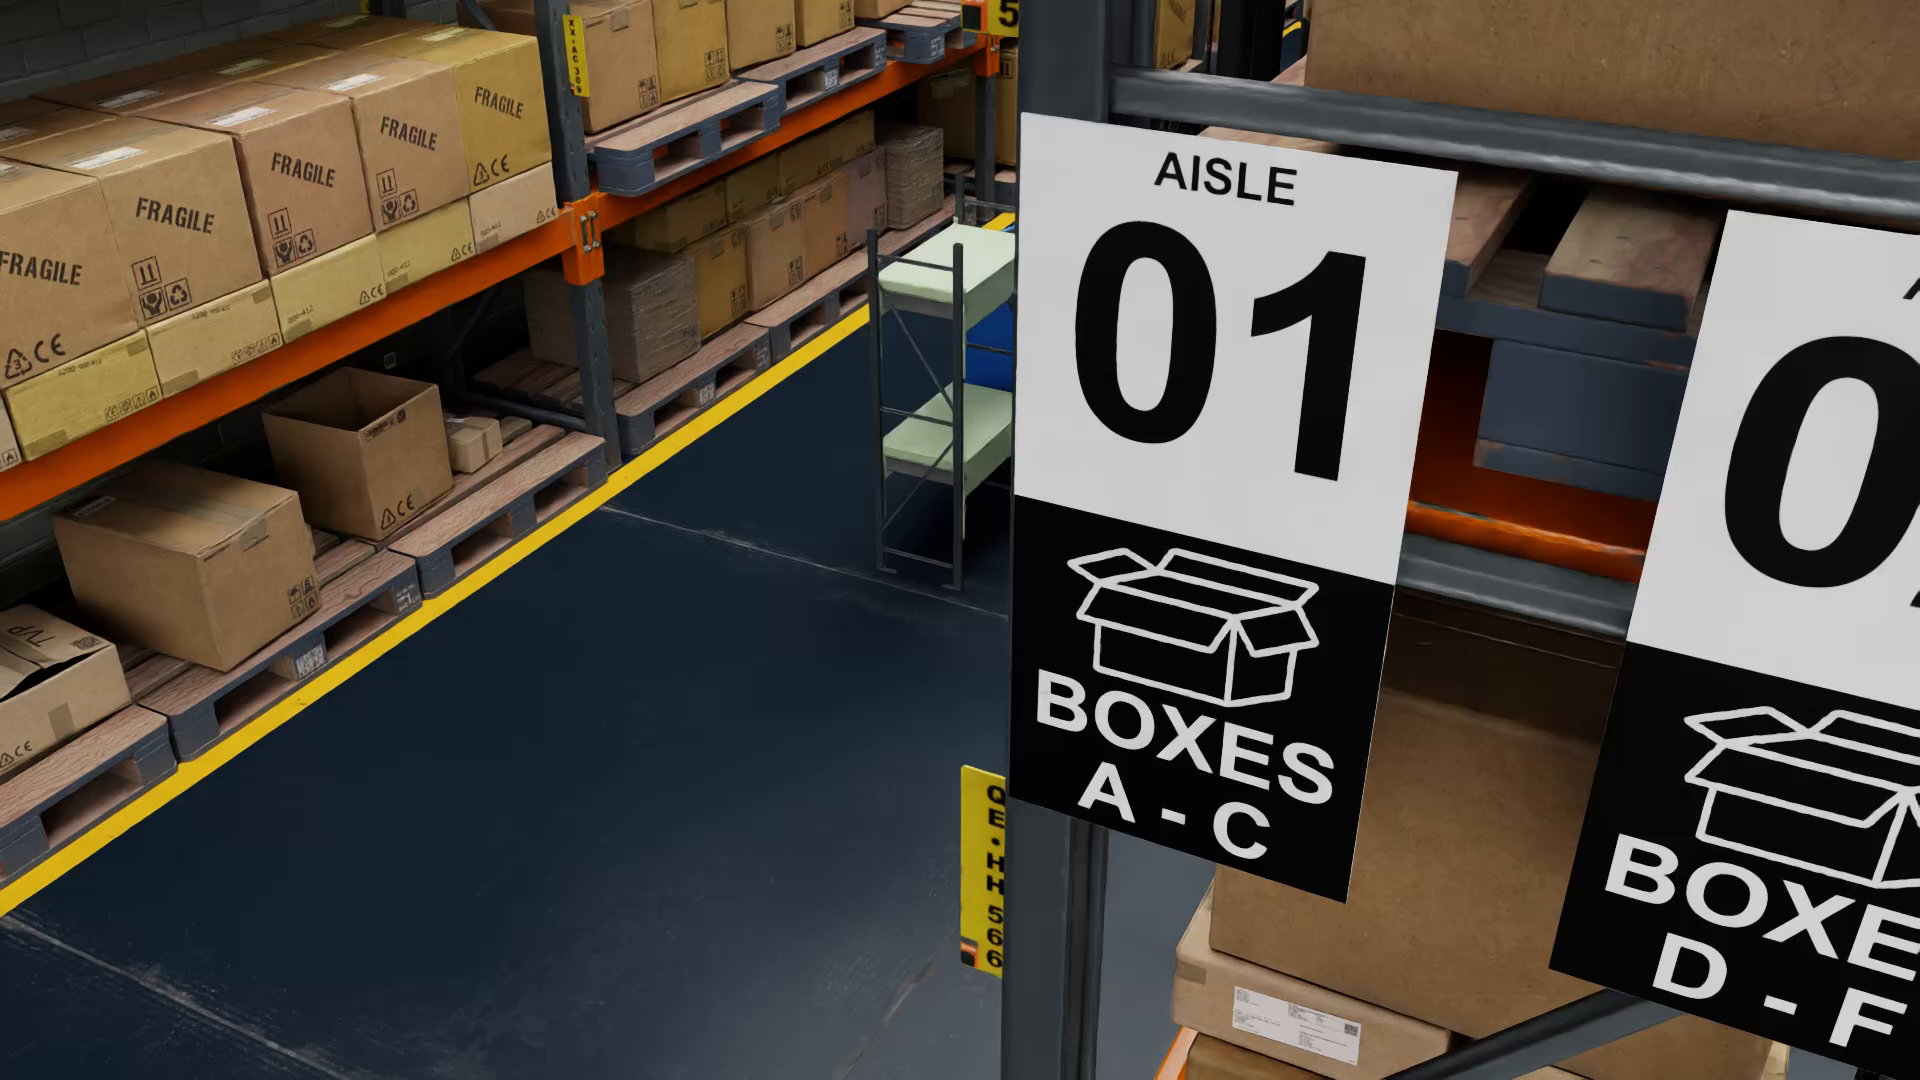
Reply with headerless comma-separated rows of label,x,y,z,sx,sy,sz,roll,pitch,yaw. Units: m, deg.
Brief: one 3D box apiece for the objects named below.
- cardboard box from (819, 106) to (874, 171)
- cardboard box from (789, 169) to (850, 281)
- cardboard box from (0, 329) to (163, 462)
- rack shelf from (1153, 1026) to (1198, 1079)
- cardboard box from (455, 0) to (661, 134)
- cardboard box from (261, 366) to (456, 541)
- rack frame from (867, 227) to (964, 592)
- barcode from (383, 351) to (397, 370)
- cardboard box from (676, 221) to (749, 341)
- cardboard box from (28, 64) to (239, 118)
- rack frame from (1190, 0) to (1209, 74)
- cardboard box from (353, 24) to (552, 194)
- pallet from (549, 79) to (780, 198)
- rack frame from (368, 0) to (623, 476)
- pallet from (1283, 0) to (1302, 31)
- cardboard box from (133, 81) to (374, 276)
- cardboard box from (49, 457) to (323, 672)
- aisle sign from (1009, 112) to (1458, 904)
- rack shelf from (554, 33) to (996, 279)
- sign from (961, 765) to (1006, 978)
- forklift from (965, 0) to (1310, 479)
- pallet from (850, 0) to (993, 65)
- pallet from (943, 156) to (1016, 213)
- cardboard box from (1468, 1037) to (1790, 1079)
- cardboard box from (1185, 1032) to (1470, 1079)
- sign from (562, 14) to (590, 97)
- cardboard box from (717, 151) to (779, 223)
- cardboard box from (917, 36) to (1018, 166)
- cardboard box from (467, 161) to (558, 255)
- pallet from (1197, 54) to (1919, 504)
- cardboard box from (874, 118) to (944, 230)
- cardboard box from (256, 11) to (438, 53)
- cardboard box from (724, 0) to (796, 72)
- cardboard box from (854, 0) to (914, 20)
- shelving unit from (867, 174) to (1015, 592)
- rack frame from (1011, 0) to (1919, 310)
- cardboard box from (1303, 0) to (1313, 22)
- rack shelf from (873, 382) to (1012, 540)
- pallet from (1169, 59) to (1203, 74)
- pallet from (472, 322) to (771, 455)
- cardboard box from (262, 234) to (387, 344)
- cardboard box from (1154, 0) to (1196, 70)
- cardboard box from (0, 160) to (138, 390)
cardboard box,-0.841,-2.370,9.680,0.500,0.250,0.500,15,33,24
cardboard box,-1.065,-1.854,9.535,0.700,0.500,0.500,14,33,23
cardboard box,-2.922,-0.507,5.251,0.500,0.250,0.500,14,33,23
rack shelf,1.434,0.587,3.939,1.077,0.370,4.000,14,33,23
cardboard box,-1.804,-2.186,7.502,0.700,0.500,0.500,14,33,23
cardboard box,-2.503,-0.372,6.953,0.500,0.500,0.500,12,32,20
rack frame,-0.170,-0.485,6.589,0.400,1.500,0.023,14,33,23
barcode,-2.526,-0.795,7.369,0.001,0.075,0.075,14,33,23
cardboard box,-1.555,-1.411,8.764,0.700,0.500,0.500,14,33,22
cardboard box,-2.937,-1.394,6.042,0.500,0.500,0.500,15,33,25
rack frame,1.578,-5.281,13.433,1.000,3.000,0.127,14,33,23
cardboard box,-2.006,-1.723,6.616,0.500,0.500,0.500,14,33,23
pallet,-1.588,-1.957,7.838,1.003,0.211,1.213,14,33,23
rack frame,-2.066,-1.734,7.258,1.000,3.000,0.127,14,33,23
pallet,2.549,-4.933,15.629,1.003,0.211,1.213,14,33,23
cardboard box,-2.467,-1.280,5.844,0.500,0.500,0.500,13,32,22
cardboard box,-2.855,0.079,6.168,0.700,0.500,0.500,12,32,20
aisle sign,0.232,-0.004,1.633,0.394,0.787,0.004,14,33,23
rack shelf,-1.155,-2.309,8.981,1.077,0.370,4.000,14,33,23
sign,0.047,0.427,2.093,0.100,0.325,0.005,14,33,23
forklift,1.296,-2.027,7.836,1.130,2.935,3.031,23,37,34
pallet,-0.474,-3.084,9.801,1.213,0.211,1.003,14,33,23
pallet,0.182,-2.630,11.619,1.003,0.211,1.213,14,33,23
cardboard box,0.894,0.712,2.247,0.380,0.149,0.250,14,33,23
cardboard box,0.747,0.914,2.546,0.700,0.500,0.500,14,33,23
sign,-1.580,-1.990,6.833,0.100,0.325,0.005,14,33,23
cardboard box,-1.314,-1.924,8.903,0.500,0.250,0.500,13,32,22
cardboard box,0.208,-3.053,11.292,0.750,0.750,0.750,14,33,23
cardboard box,-2.012,-1.399,6.804,0.500,0.250,0.500,14,33,23
pallet,0.868,-0.409,2.026,1.003,0.211,1.213,14,33,23
cardboard box,-0.525,-2.283,10.282,0.700,0.500,0.500,15,33,24
cardboard box,-2.466,-1.842,6.823,0.500,0.500,0.500,14,33,22
cardboard box,-1.271,-2.731,8.452,0.700,0.500,0.500,19,35,30
cardboard box,-0.680,-3.277,9.402,0.700,0.500,0.500,11,32,19
shelving unit,-0.003,-0.647,6.871,0.431,1.500,0.755,14,33,23
rack frame,0.523,-1.440,0.722,1.000,3.000,0.127,14,33,23
cardboard box,0.813,-0.888,2.360,0.500,0.250,0.500,14,33,23
rack shelf,-0.003,-0.365,7.034,0.431,0.370,0.720,14,33,23
pallet,1.294,-3.712,13.502,1.003,0.211,1.213,14,33,23
pallet,-1.713,-0.870,8.554,1.003,0.211,1.213,14,33,23
cardboard box,-2.462,-0.953,6.029,0.500,0.250,0.500,14,33,23
cardboard box,1.398,-4.213,13.311,0.750,0.750,0.750,15,33,24
cardboard box,-2.928,-0.818,5.039,0.500,0.500,0.500,13,32,22
